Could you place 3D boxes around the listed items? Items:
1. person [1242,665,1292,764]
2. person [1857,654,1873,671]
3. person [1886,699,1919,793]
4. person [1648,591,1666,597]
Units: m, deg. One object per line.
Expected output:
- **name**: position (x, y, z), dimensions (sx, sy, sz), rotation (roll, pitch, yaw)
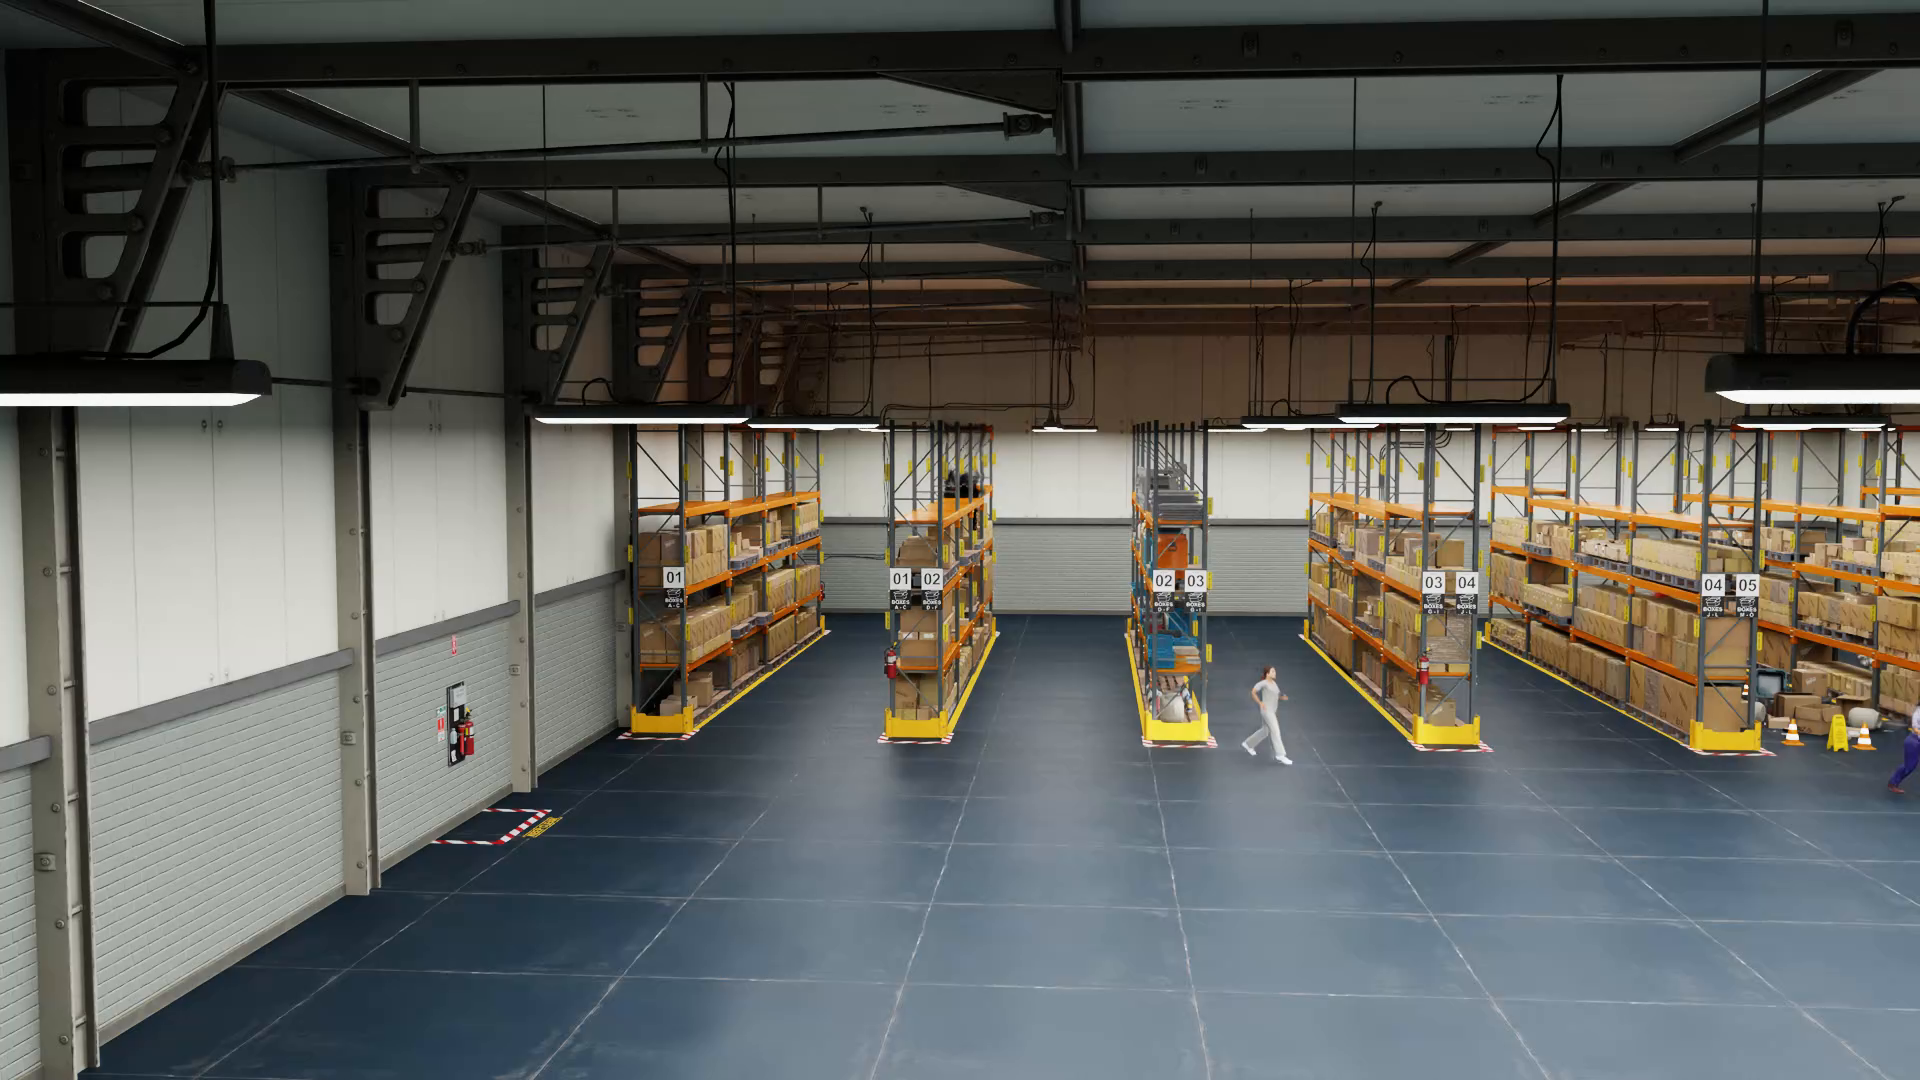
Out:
- **person**: position (5.391, 3.030, 29.130), dimensions (0.949, 1.691, 0.565), rotation (2, 4, 31)
- **person**: position (21.649, 2.328, 39.709), dimensions (0.695, 1.783, 0.667), rotation (0, 4, 5)
- **person**: position (15.041, 3.259, 26.163), dimensions (0.626, 1.688, 0.831), rotation (-3, 5, -38)
- **person**: position (20.041, 1.879, 47.429), dimensions (0.795, 1.800, 0.640), rotation (0, 4, 0)
